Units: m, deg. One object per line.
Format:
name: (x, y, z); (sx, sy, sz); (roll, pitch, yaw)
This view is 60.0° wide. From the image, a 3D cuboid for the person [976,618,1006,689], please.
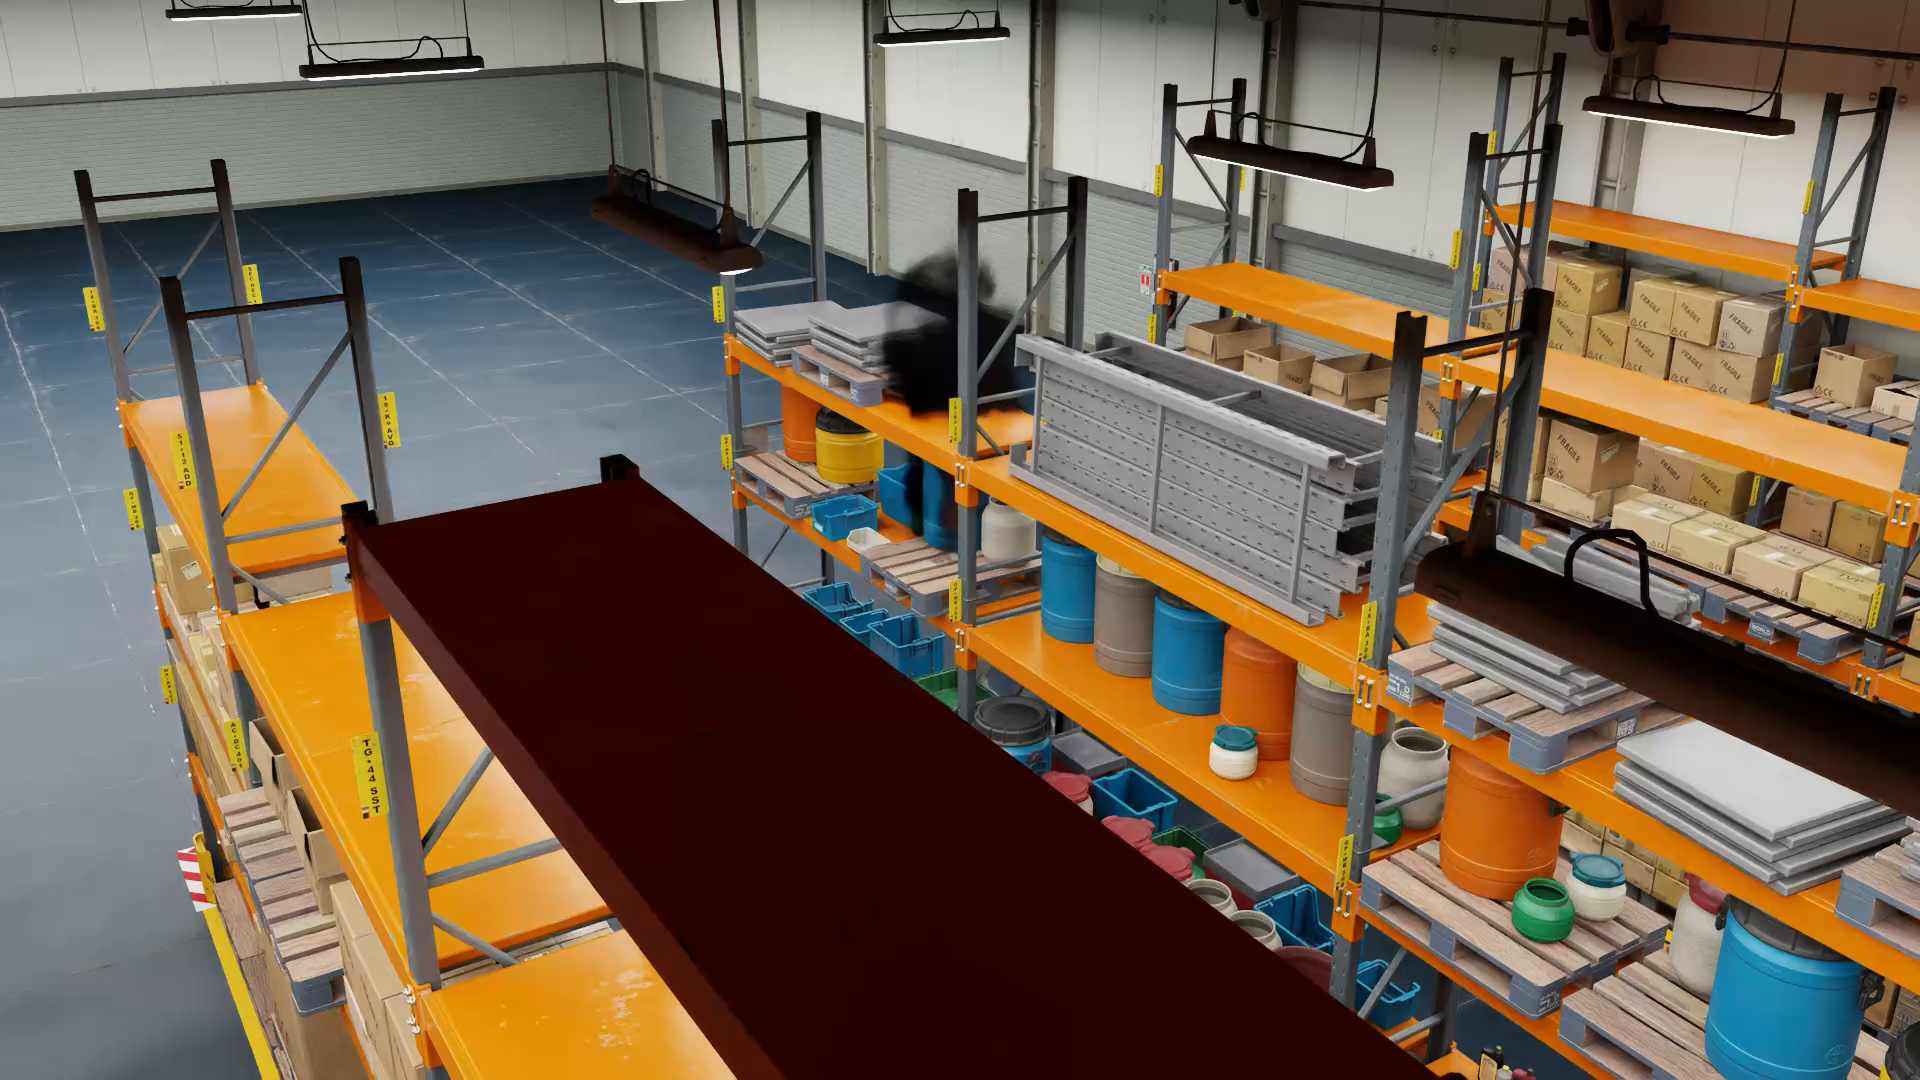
person: (0.225, 1.095, 16.473); (0.610, 1.624, 0.597); (-19, 29, -39)
